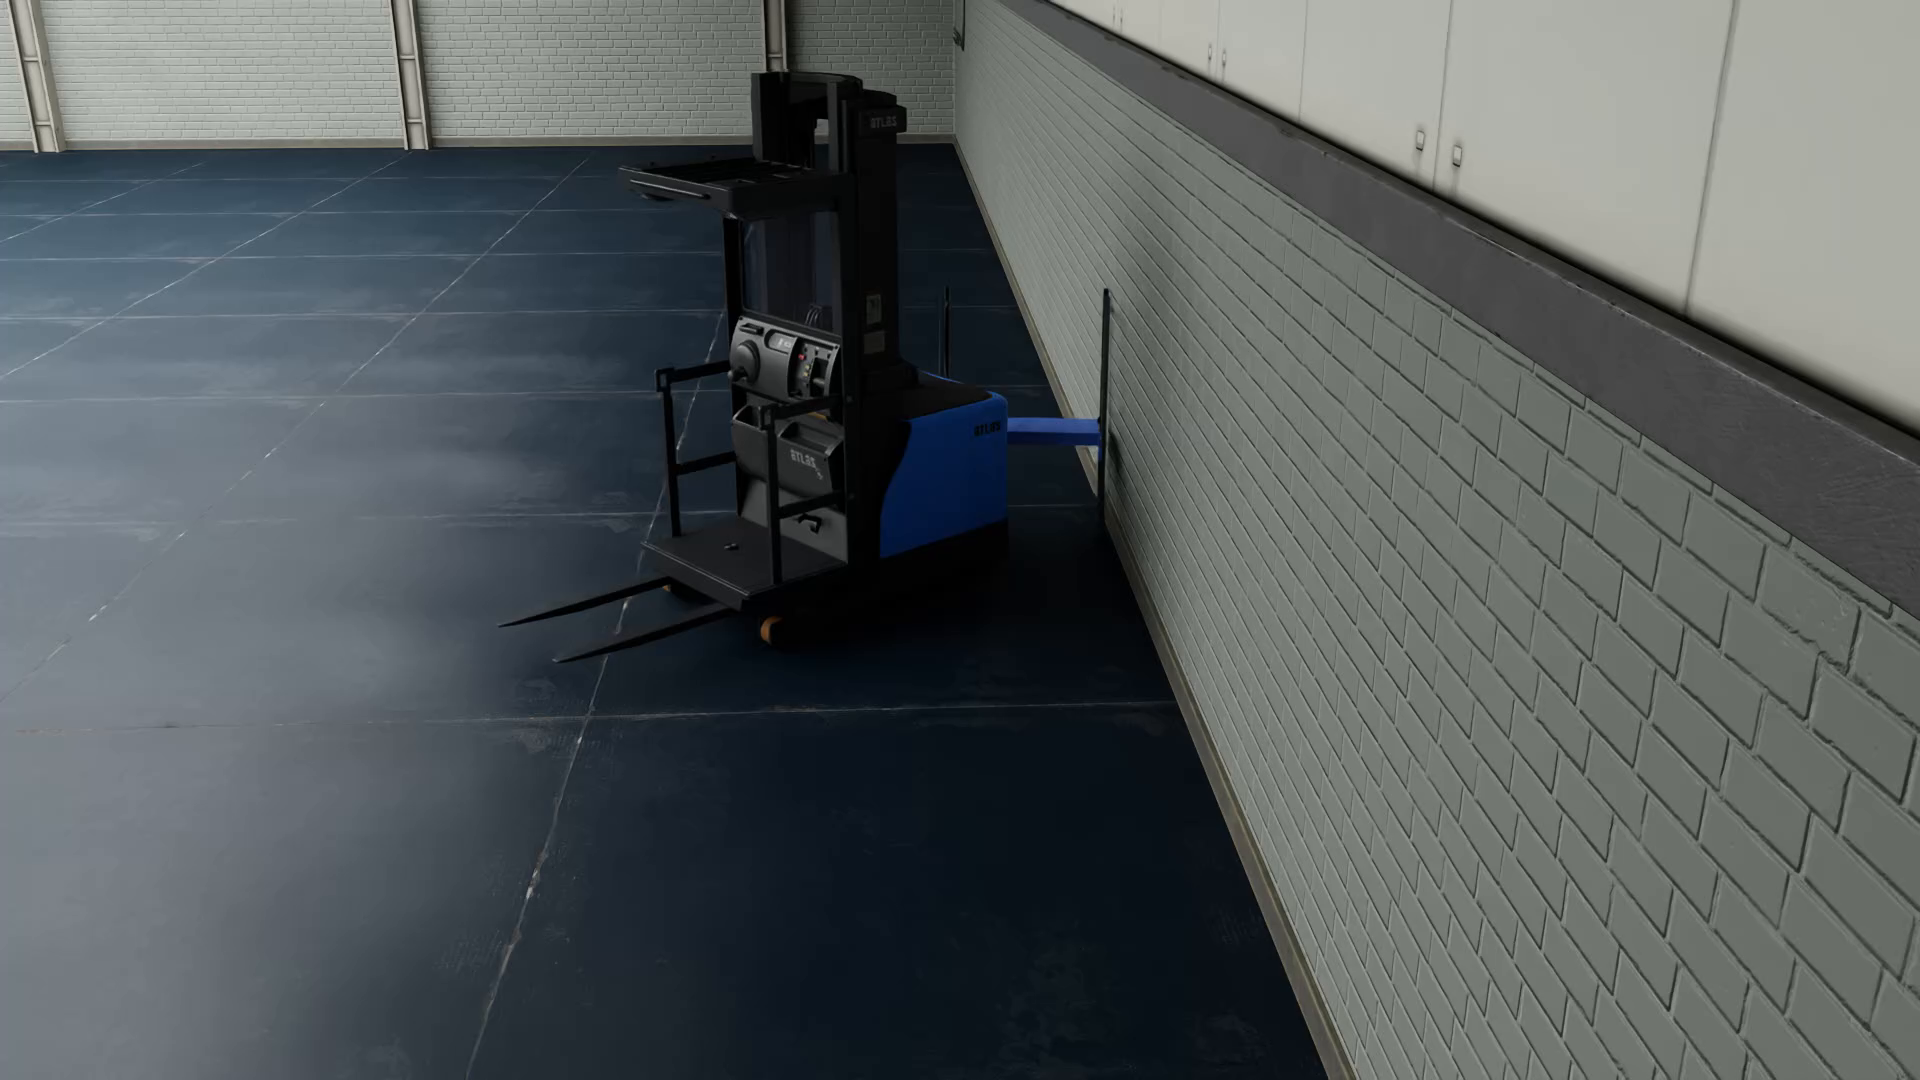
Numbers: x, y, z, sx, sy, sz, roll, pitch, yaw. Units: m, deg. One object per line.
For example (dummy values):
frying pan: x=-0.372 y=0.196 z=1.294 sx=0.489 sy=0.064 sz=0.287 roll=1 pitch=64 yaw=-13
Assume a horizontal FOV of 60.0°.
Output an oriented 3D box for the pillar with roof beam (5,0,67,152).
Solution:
pillar with roof beam: x=-14.813 y=-9.122 z=21.933 sx=0.400 sy=9.000 sz=9.100 roll=-1 pitch=21 yaw=-3

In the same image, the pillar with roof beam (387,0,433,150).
pillar with roof beam: x=-8.823 y=-9.244 z=22.253 sx=0.400 sy=9.000 sz=9.100 roll=-1 pitch=21 yaw=-3

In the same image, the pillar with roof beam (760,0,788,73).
pillar with roof beam: x=-2.832 y=-9.366 z=22.573 sx=0.400 sy=9.000 sz=9.100 roll=-1 pitch=21 yaw=-3

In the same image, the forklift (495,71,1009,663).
forklift: x=-1.132 y=-0.995 z=9.116 sx=3.031 sy=2.935 sz=1.130 roll=-18 pitch=27 yaw=-39

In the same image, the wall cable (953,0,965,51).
wall cable: x=-0.062 y=-9.034 z=26.066 sx=0.112 sy=2.526 sz=3.097 roll=-1 pitch=21 yaw=-3

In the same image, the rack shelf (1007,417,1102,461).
rack shelf: x=0.405 y=-0.662 z=10.679 sx=1.000 sy=0.185 sz=0.538 roll=1 pitch=15 yaw=3

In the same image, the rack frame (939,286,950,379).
rack frame: x=-0.100 y=-0.849 z=10.665 sx=0.032 sy=1.500 sz=0.500 roll=1 pitch=15 yaw=3

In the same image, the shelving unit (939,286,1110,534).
shelving unit: x=0.407 y=-0.836 z=10.634 sx=1.048 sy=1.500 sz=0.538 roll=1 pitch=15 yaw=3

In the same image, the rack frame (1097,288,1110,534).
rack frame: x=0.914 y=-0.824 z=10.603 sx=0.032 sy=1.500 sz=0.500 roll=1 pitch=15 yaw=3
